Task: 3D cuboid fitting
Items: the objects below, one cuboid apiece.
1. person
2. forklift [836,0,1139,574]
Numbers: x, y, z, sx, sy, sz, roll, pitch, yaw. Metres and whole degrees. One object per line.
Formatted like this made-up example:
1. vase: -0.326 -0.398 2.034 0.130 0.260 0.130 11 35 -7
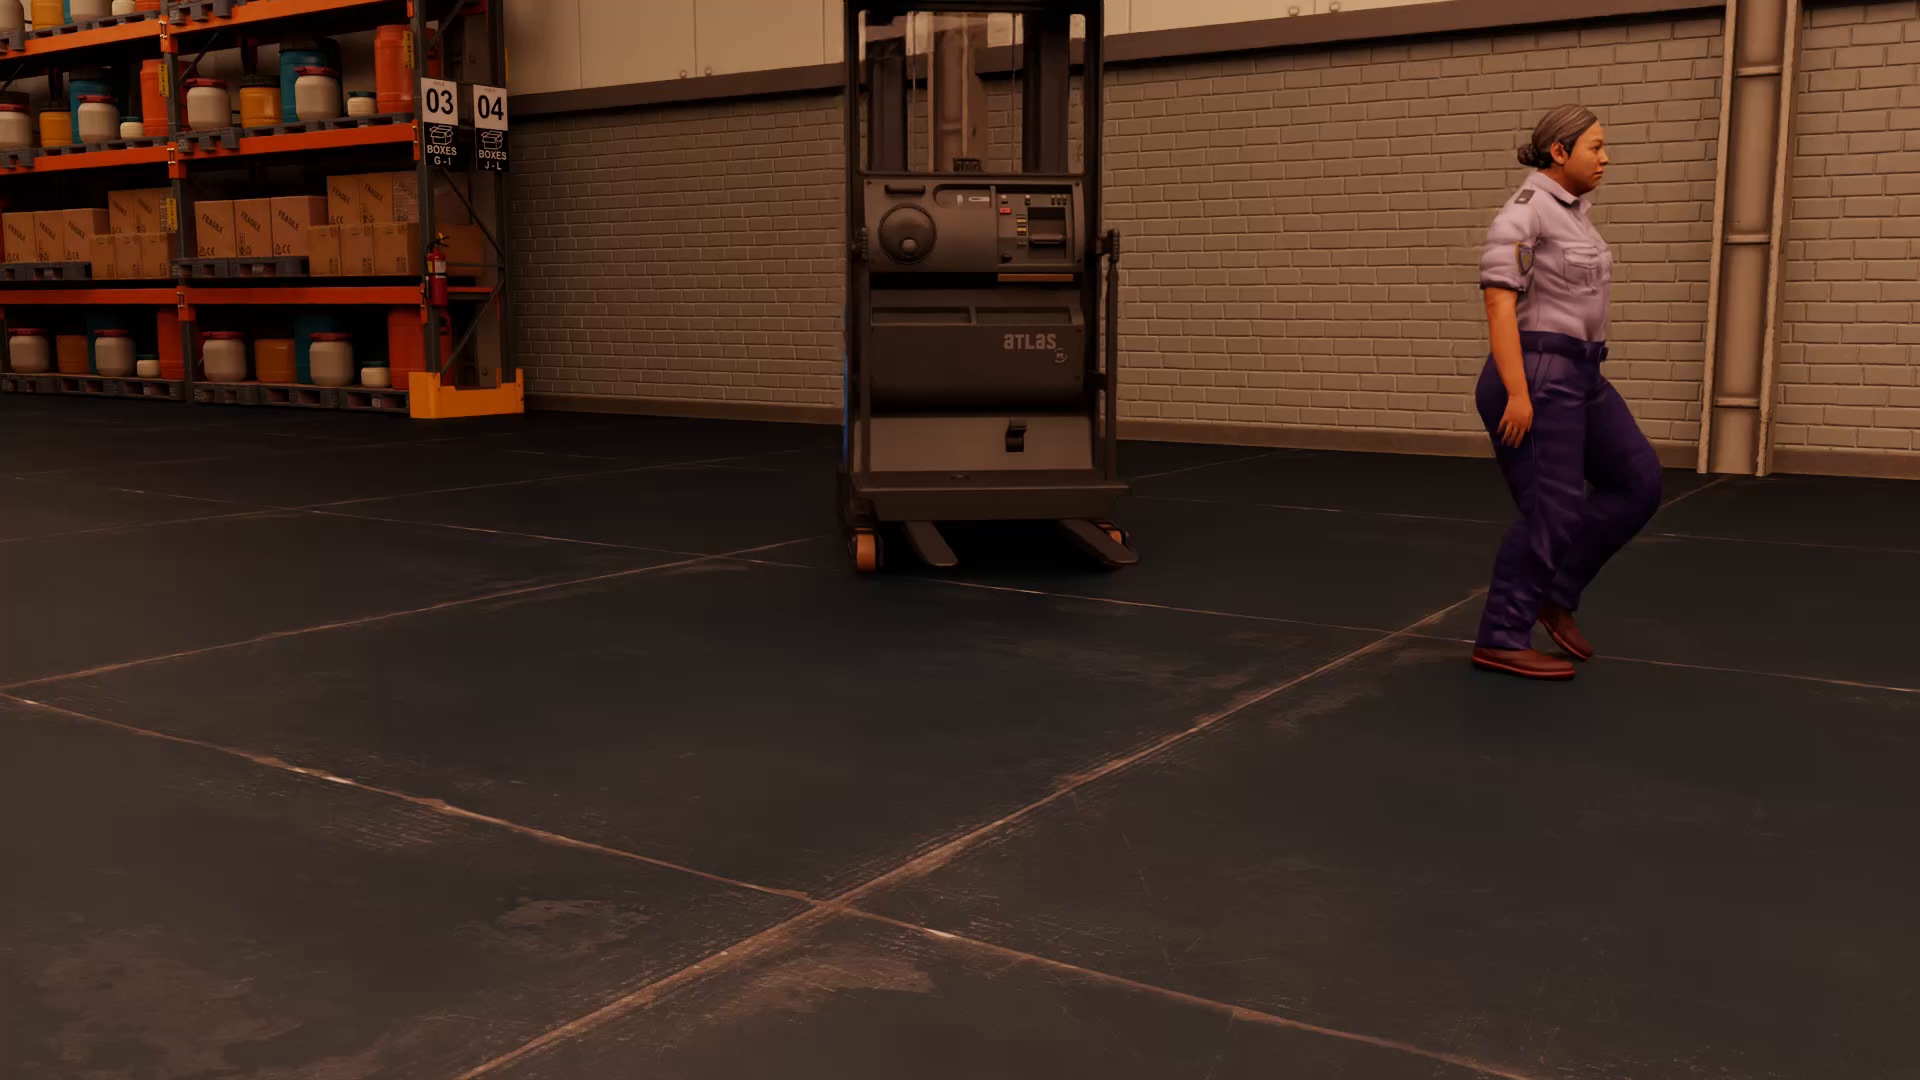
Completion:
1. person: 1.757 -0.419 4.796 0.465 1.637 0.596 5 10 33
2. forklift: 0.086 -1.364 6.788 1.130 2.935 3.031 -1 8 -6
